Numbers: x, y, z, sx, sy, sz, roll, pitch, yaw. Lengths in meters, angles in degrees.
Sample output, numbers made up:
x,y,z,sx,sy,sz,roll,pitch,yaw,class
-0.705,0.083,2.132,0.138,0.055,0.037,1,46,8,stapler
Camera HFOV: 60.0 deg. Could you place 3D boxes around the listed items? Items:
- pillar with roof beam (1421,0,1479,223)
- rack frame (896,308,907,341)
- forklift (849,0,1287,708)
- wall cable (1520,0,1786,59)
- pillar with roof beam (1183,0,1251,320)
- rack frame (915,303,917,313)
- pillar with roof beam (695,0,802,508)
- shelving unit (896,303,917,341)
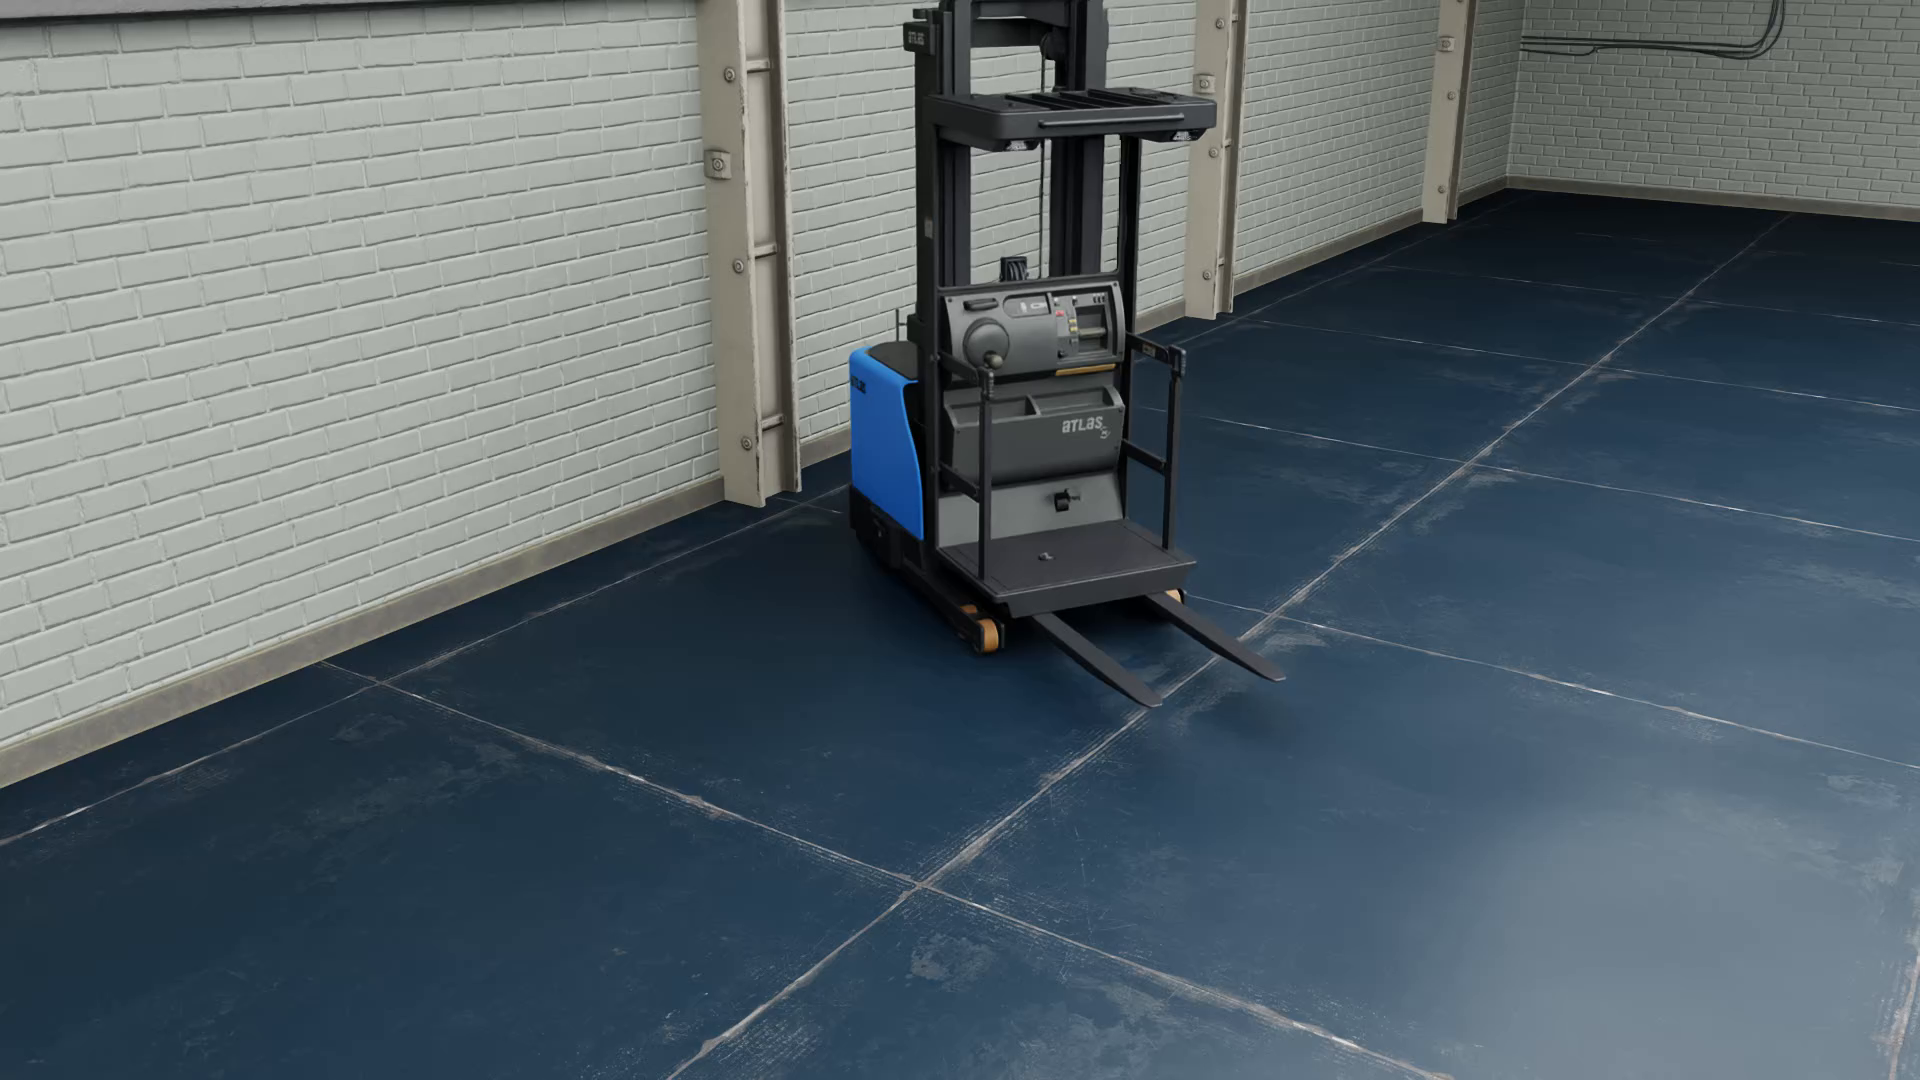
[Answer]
x,y,z,sx,sy,sz,roll,pitch,yaw,class
9.113,-7.100,15.488,9.100,9.000,0.400,13,24,32,pillar with roof beam
-0.261,-0.710,9.454,0.240,1.200,0.006,14,24,33,rack frame
0.455,-1.009,7.769,1.130,2.935,3.031,-9,22,-23,forklift
8.302,-7.071,19.884,3.097,2.526,0.112,13,24,32,wall cable
5.740,-5.378,10.834,9.100,9.000,0.400,13,24,32,pillar with roof beam
-0.155,-0.761,9.594,0.240,1.200,0.006,14,24,33,rack frame
2.367,-3.657,6.180,9.100,9.000,0.400,13,24,32,pillar with roof beam
-0.208,-0.735,9.524,0.258,1.200,0.189,14,24,33,shelving unit
